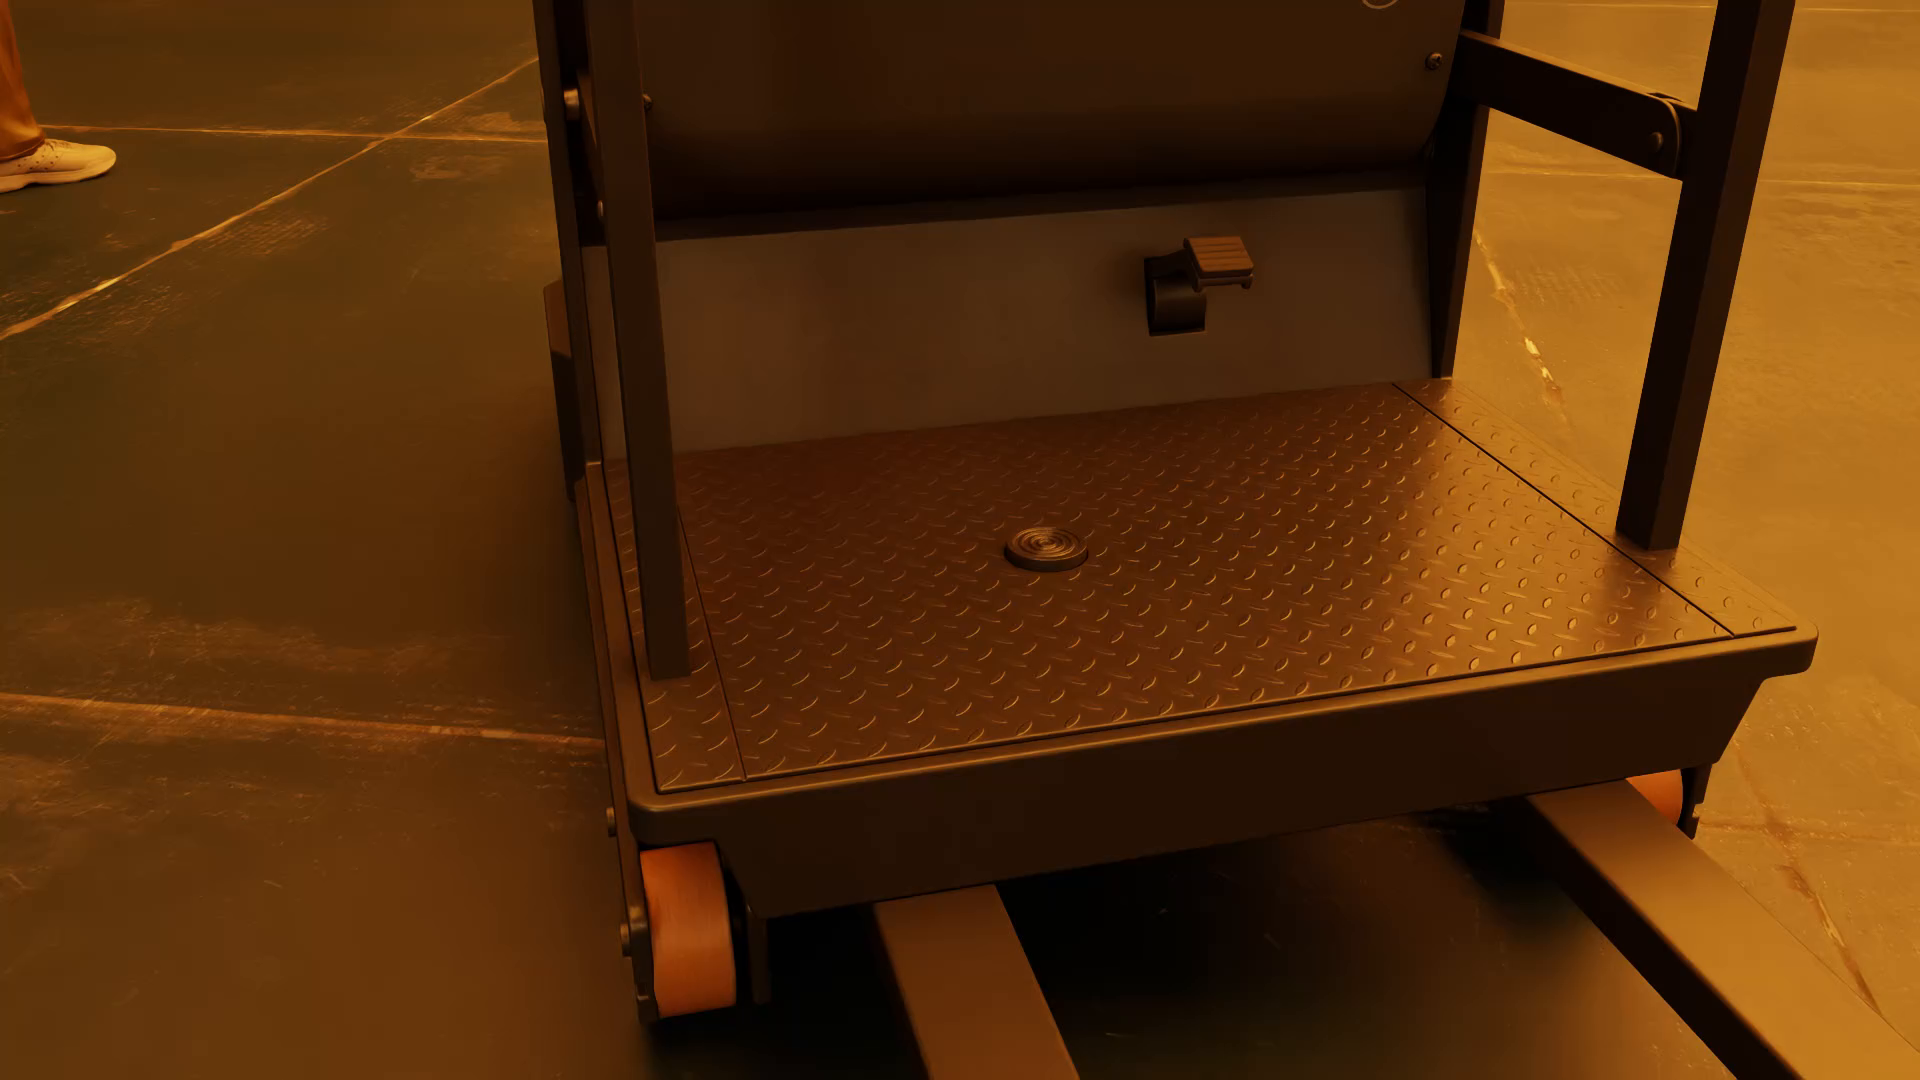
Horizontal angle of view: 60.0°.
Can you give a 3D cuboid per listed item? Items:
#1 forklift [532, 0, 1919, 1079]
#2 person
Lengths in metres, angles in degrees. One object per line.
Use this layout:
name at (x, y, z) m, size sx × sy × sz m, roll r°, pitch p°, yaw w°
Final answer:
forklift at (0.153, -1.049, 1.319) m, size 1.130 × 2.935 × 3.031 m, roll -7°, pitch 27°, yaw -13°
person at (-2.576, -1.776, 4.063) m, size 0.547 × 1.782 × 0.392 m, roll 15°, pitch 30°, yaw 27°
